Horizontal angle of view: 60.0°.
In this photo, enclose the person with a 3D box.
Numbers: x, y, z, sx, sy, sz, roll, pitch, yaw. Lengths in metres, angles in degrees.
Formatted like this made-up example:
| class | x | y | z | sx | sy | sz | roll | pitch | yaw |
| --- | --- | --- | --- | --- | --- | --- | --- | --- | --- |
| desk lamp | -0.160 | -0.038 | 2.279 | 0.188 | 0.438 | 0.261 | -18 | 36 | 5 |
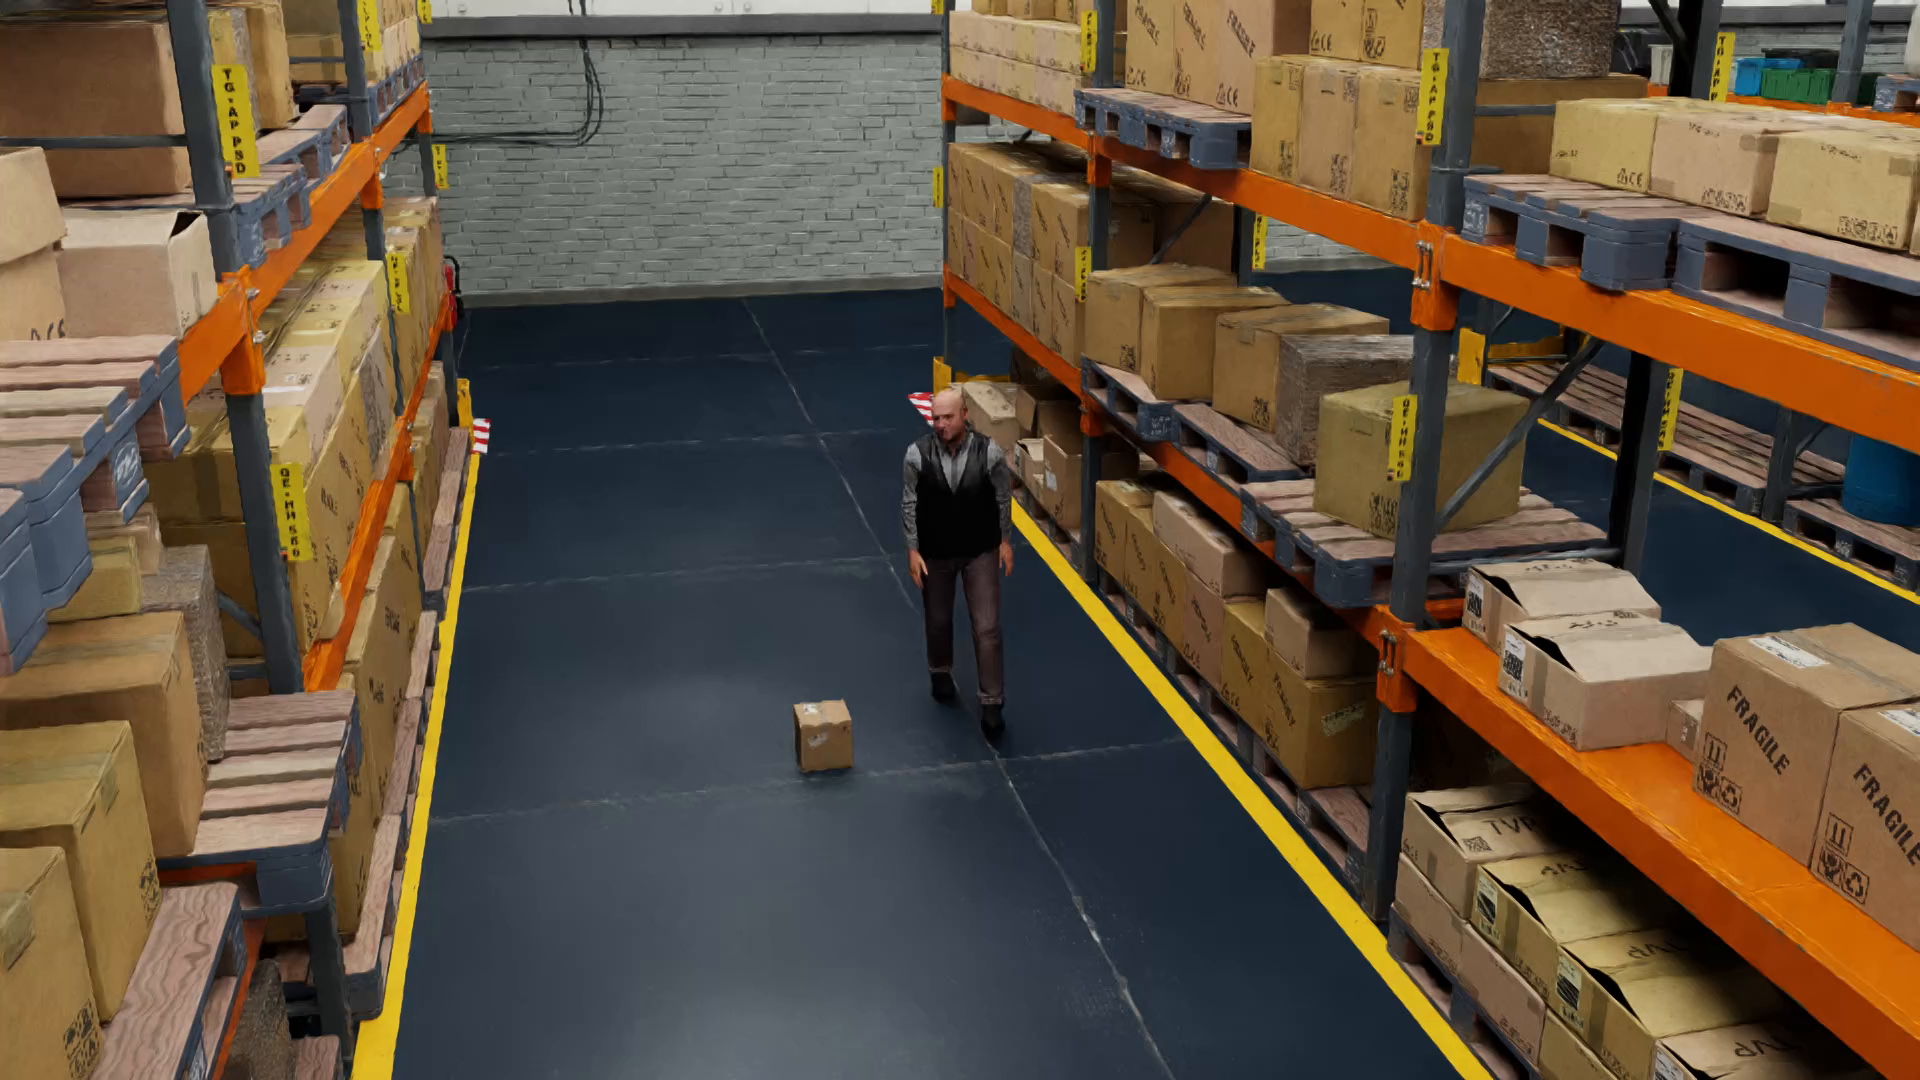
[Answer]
| class | x | y | z | sx | sy | sz | roll | pitch | yaw |
| --- | --- | --- | --- | --- | --- | --- | --- | --- | --- |
| person | -0.014 | 0.077 | 8.380 | 0.563 | 1.704 | 0.784 | 1 | 19 | 3 |
